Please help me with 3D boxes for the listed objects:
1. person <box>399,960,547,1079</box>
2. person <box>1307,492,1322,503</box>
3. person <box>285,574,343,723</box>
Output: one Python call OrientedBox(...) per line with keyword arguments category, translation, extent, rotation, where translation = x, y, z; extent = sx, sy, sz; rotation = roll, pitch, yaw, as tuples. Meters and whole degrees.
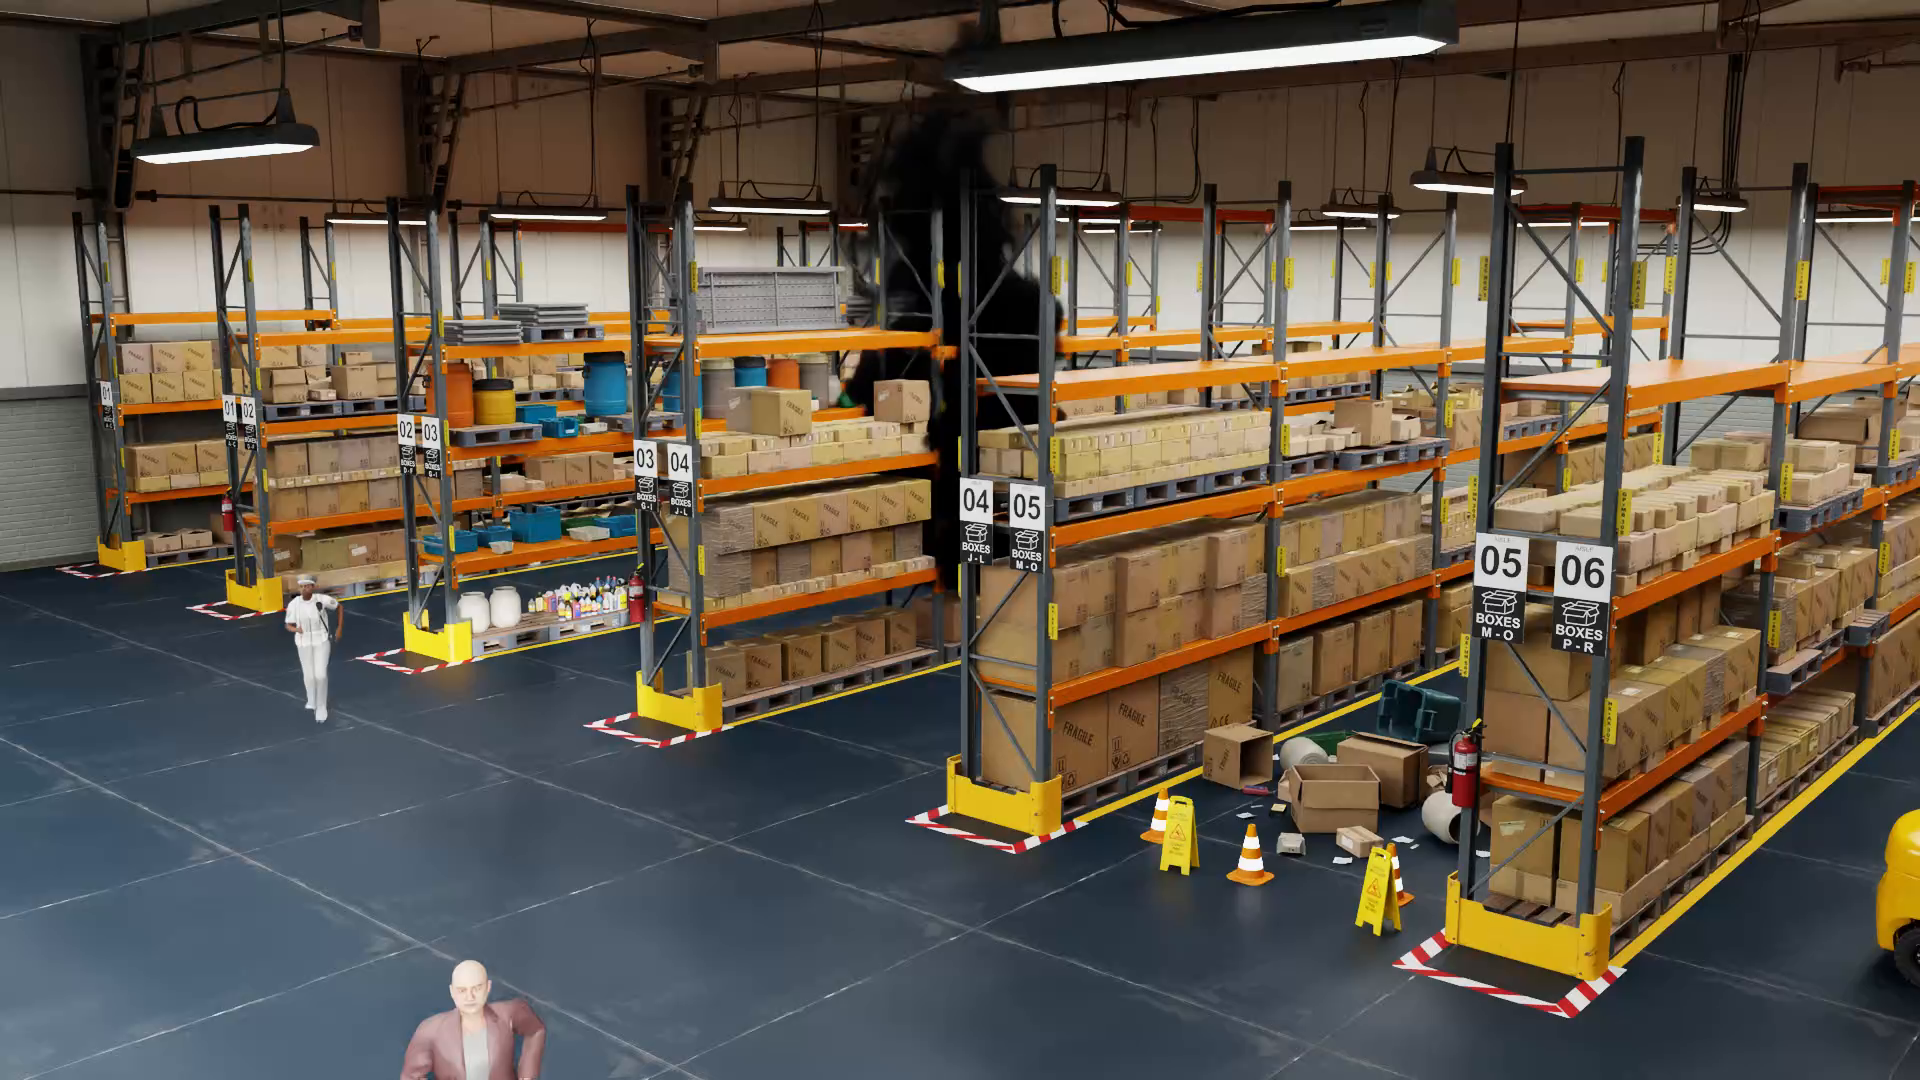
OrientedBox(category="person", translation=(-2.384, 2.931, 8.217), extent=(0.707, 1.781, 1.049), rotation=(-3, 10, -16))
OrientedBox(category="person", translation=(5.440, 0.030, 25.834), extent=(0.607, 1.689, 0.916), rotation=(7, 12, 36))
OrientedBox(category="person", translation=(-7.352, 1.205, 18.966), extent=(0.583, 1.718, 0.868), rotation=(-2, 10, -11))
